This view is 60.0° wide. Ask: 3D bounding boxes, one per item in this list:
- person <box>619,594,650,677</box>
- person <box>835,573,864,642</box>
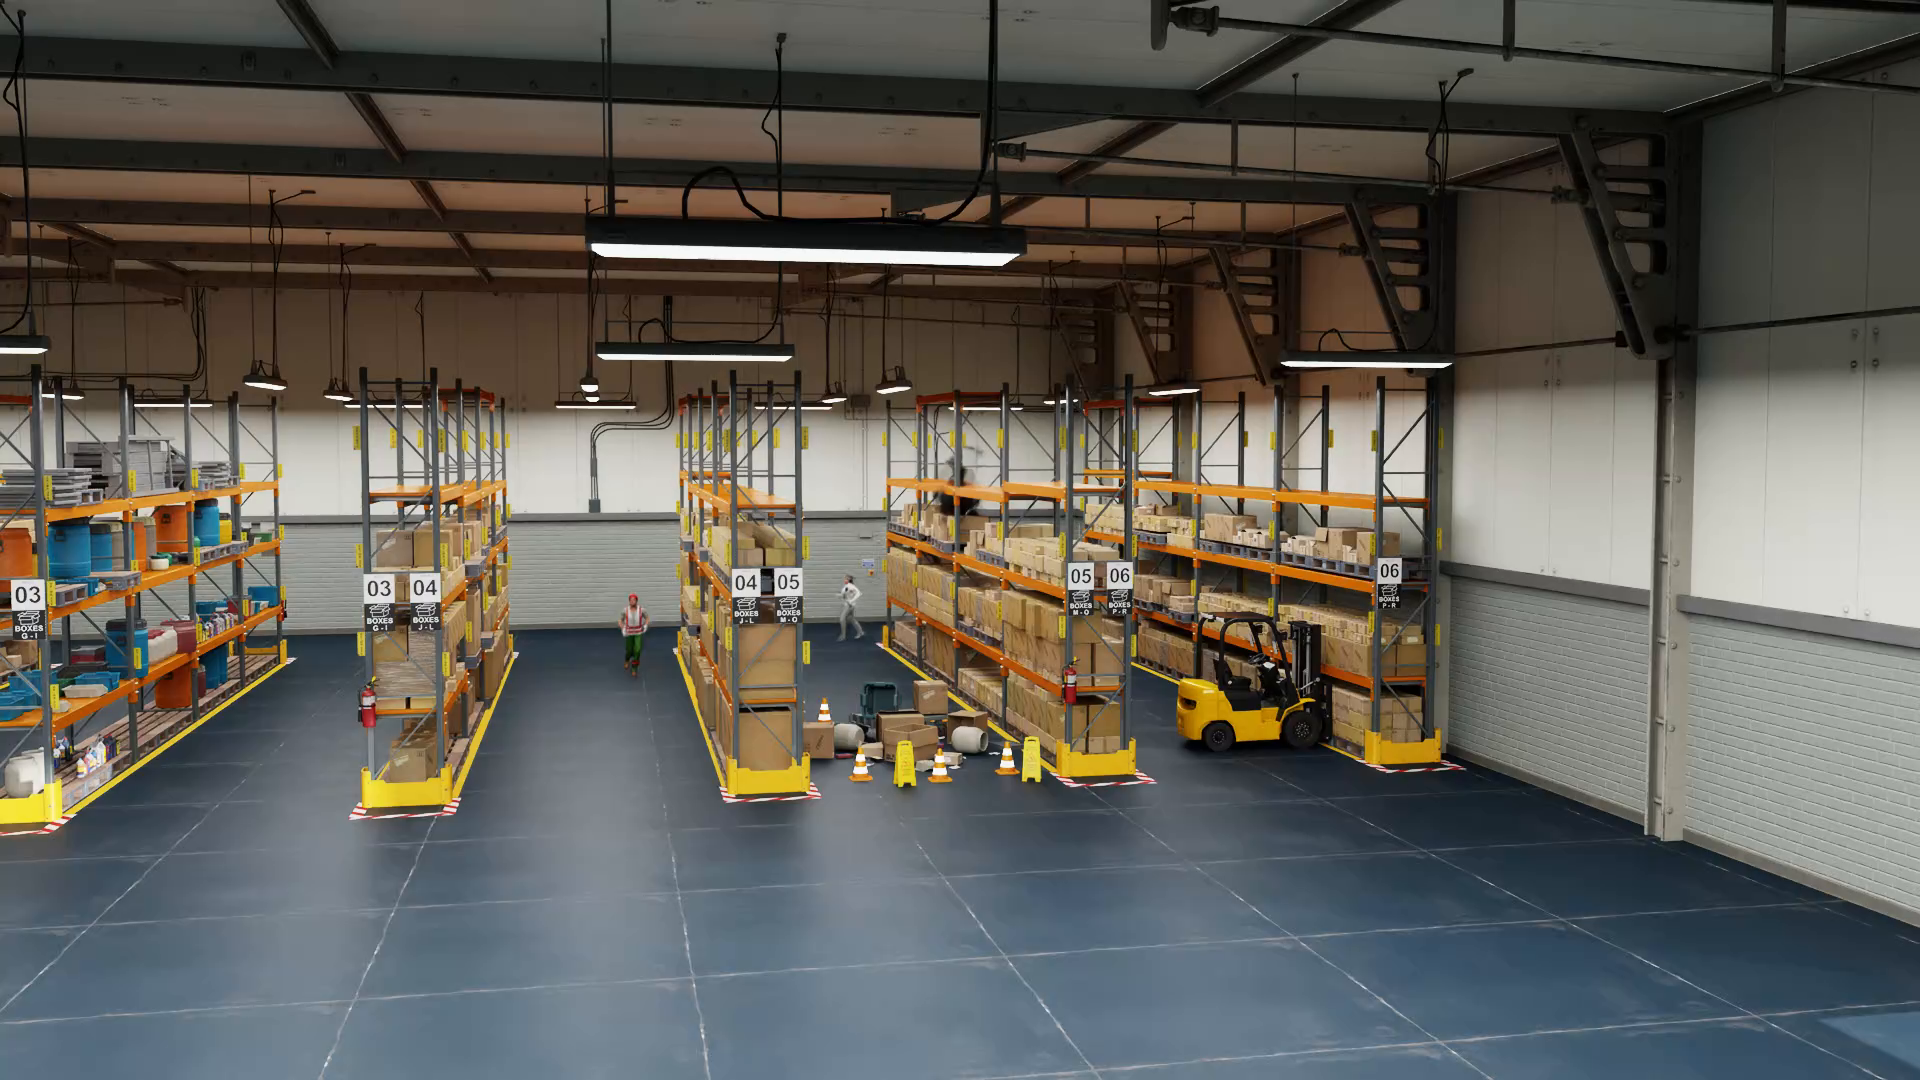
[{"bbox_3d":[-6.951,2.022,35.520,0.657,1.763,0.701,-1,3,-13],"label":"person"},{"bbox_3d":[-2.733,1.689,41.507,0.753,1.745,0.613,-1,4,-14],"label":"person"}]
